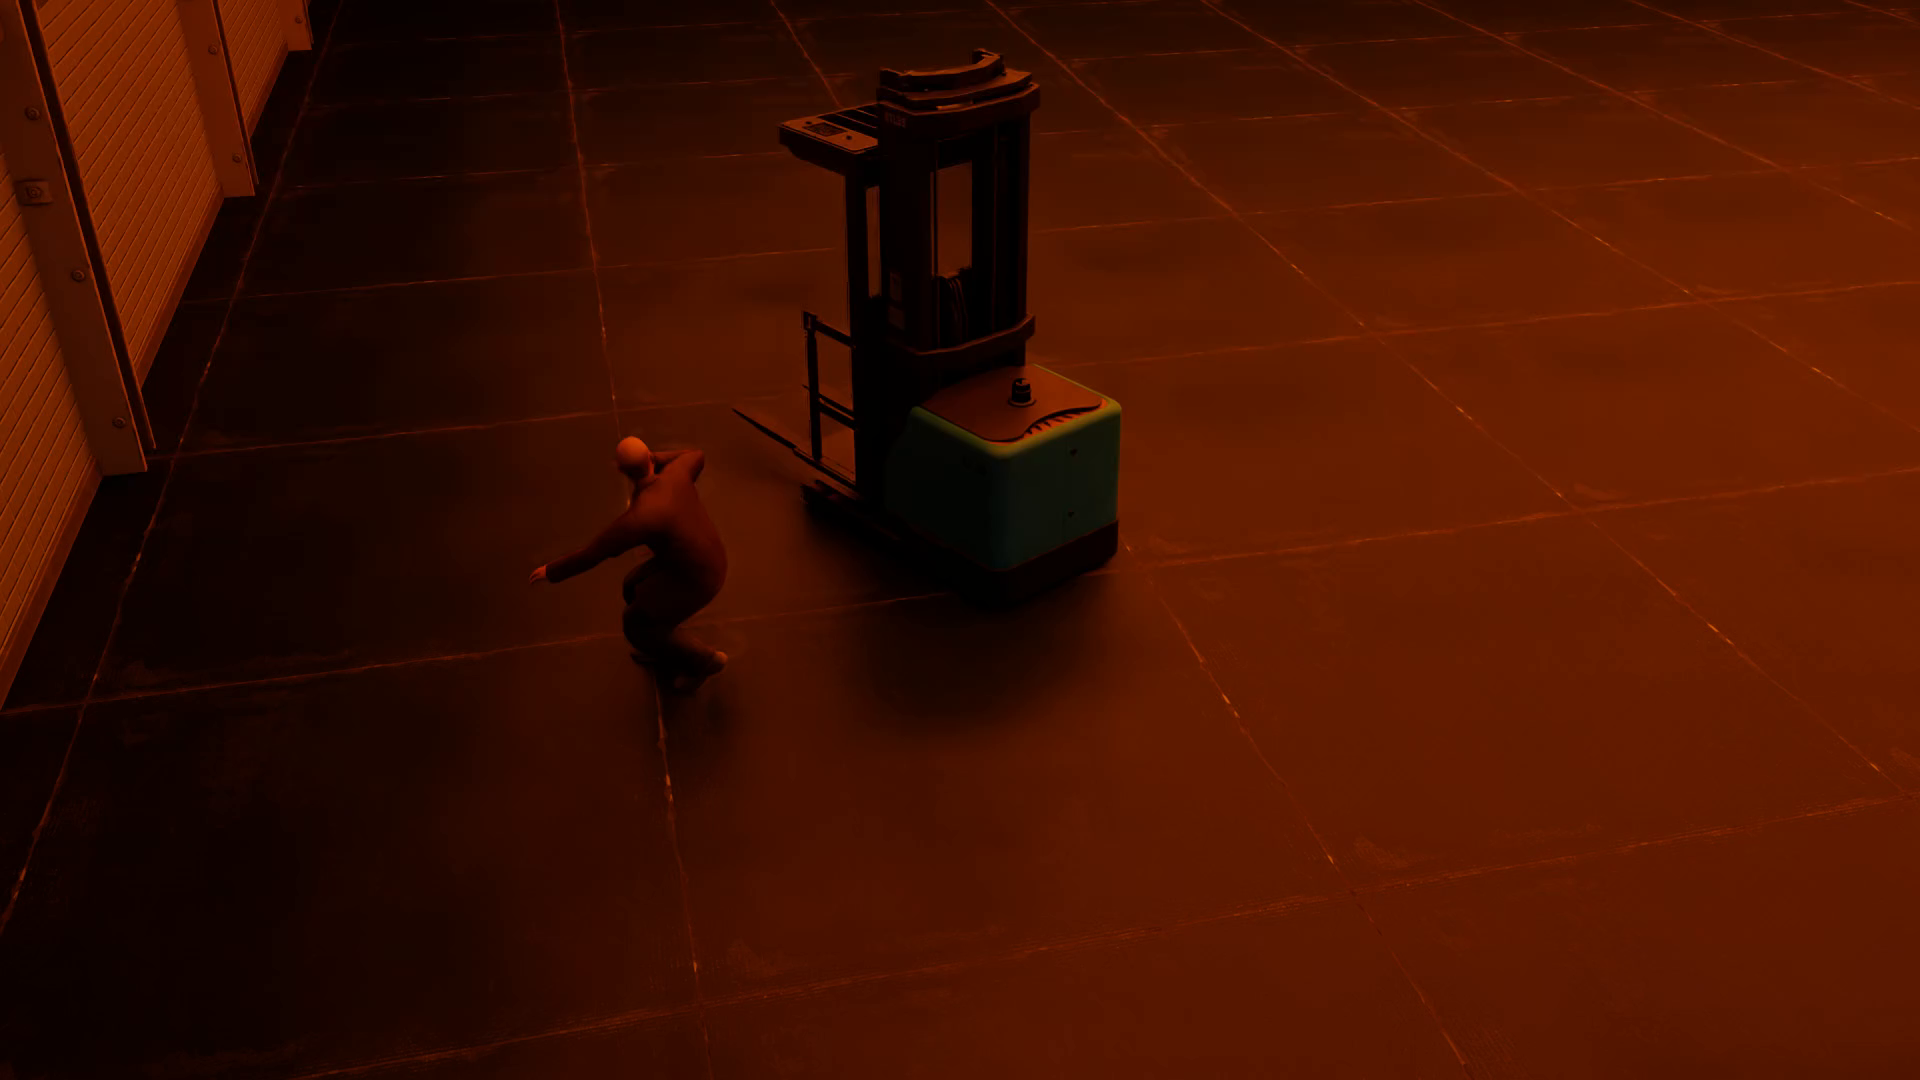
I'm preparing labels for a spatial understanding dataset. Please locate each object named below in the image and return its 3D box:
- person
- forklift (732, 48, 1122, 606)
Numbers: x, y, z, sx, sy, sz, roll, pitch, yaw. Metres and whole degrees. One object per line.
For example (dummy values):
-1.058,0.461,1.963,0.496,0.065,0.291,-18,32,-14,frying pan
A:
-1.730,0.104,8.857,0.991,1.502,0.844,2,30,4,person
-0.370,-1.547,10.247,1.130,2.935,3.031,-23,37,-34,forklift
